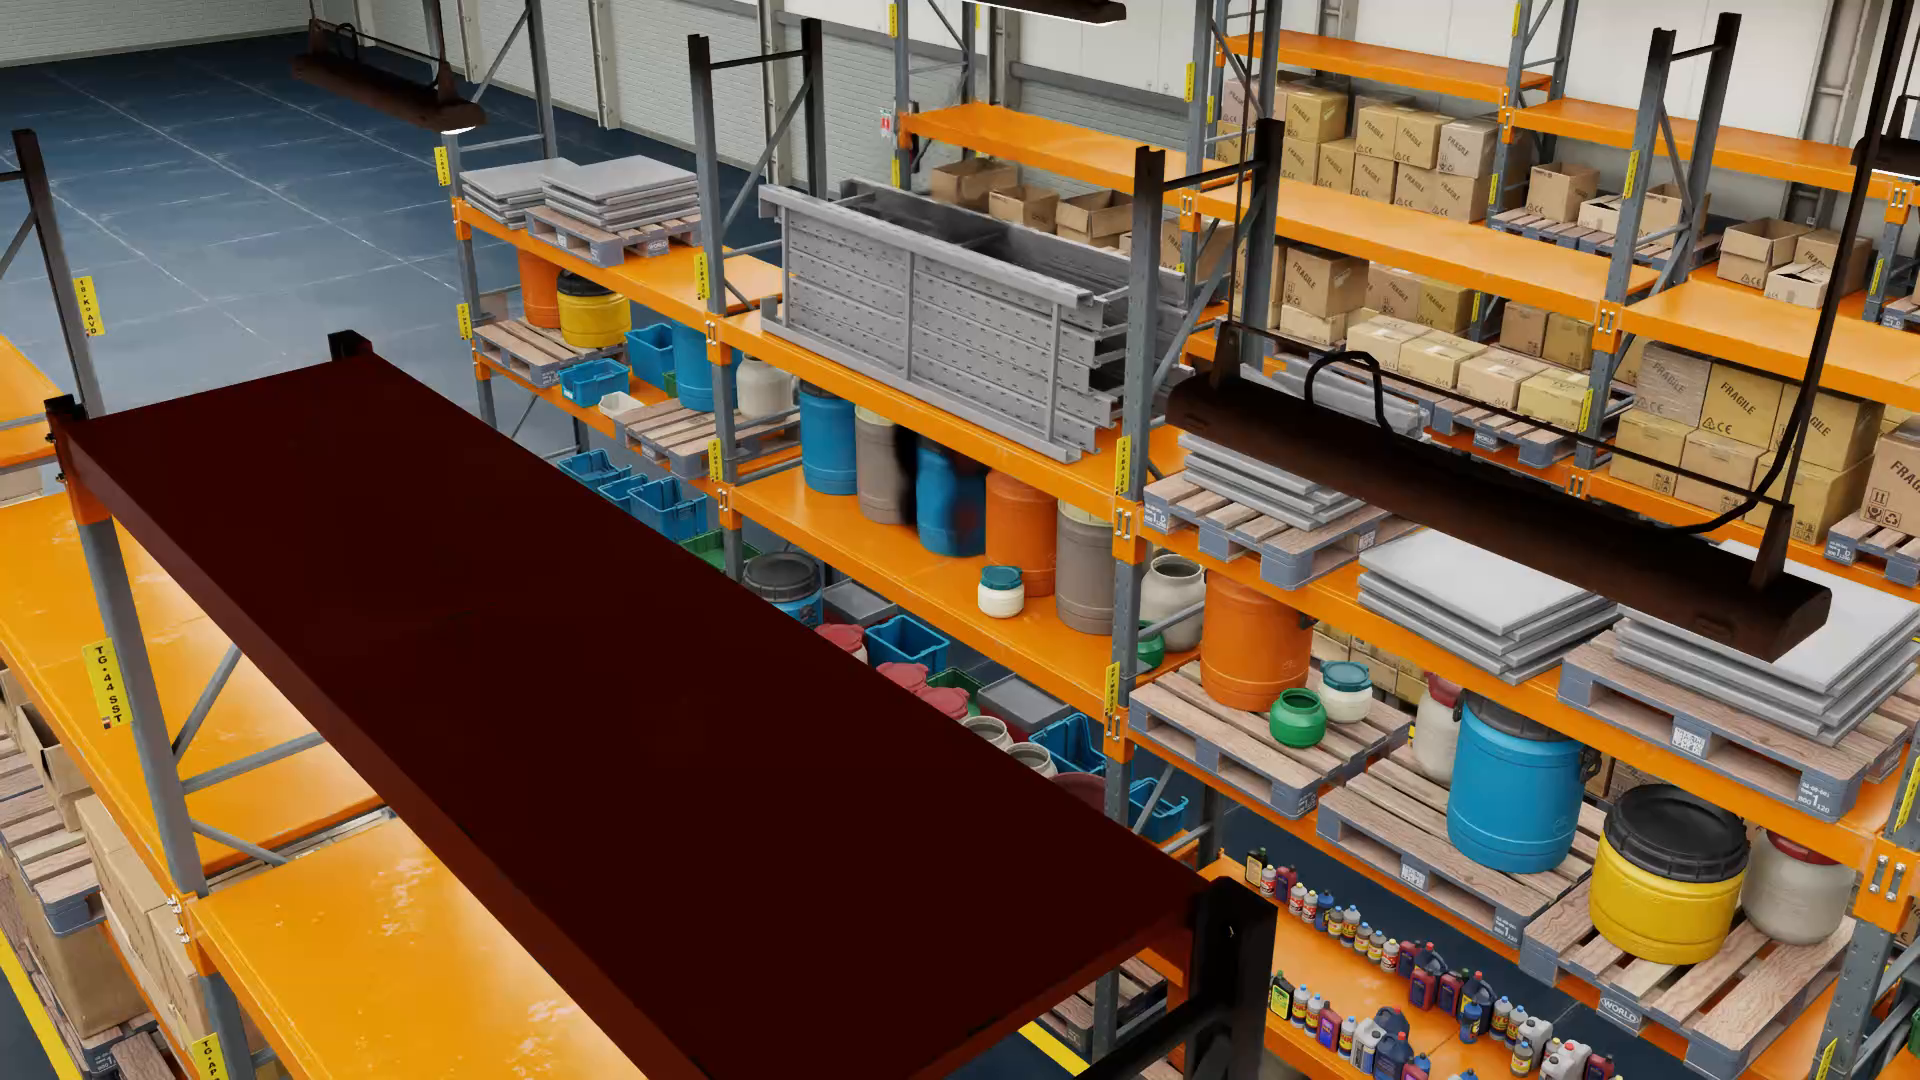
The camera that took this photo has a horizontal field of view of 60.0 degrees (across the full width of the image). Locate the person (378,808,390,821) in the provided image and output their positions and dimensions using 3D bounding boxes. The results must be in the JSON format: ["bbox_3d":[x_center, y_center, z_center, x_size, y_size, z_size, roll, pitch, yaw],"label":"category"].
[{"bbox_3d":[-3.984,2.007,11.050,0.690,1.837,0.641,21,34,35],"label":"person"}]

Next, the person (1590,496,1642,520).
[{"bbox_3d":[5.832,0.196,15.327,0.628,1.788,0.781,-22,34,-36],"label":"person"}]

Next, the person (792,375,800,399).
[{"bbox_3d":[-1.754,-2.144,19.910,0.816,1.656,0.626,-3,27,-6],"label":"person"}]
